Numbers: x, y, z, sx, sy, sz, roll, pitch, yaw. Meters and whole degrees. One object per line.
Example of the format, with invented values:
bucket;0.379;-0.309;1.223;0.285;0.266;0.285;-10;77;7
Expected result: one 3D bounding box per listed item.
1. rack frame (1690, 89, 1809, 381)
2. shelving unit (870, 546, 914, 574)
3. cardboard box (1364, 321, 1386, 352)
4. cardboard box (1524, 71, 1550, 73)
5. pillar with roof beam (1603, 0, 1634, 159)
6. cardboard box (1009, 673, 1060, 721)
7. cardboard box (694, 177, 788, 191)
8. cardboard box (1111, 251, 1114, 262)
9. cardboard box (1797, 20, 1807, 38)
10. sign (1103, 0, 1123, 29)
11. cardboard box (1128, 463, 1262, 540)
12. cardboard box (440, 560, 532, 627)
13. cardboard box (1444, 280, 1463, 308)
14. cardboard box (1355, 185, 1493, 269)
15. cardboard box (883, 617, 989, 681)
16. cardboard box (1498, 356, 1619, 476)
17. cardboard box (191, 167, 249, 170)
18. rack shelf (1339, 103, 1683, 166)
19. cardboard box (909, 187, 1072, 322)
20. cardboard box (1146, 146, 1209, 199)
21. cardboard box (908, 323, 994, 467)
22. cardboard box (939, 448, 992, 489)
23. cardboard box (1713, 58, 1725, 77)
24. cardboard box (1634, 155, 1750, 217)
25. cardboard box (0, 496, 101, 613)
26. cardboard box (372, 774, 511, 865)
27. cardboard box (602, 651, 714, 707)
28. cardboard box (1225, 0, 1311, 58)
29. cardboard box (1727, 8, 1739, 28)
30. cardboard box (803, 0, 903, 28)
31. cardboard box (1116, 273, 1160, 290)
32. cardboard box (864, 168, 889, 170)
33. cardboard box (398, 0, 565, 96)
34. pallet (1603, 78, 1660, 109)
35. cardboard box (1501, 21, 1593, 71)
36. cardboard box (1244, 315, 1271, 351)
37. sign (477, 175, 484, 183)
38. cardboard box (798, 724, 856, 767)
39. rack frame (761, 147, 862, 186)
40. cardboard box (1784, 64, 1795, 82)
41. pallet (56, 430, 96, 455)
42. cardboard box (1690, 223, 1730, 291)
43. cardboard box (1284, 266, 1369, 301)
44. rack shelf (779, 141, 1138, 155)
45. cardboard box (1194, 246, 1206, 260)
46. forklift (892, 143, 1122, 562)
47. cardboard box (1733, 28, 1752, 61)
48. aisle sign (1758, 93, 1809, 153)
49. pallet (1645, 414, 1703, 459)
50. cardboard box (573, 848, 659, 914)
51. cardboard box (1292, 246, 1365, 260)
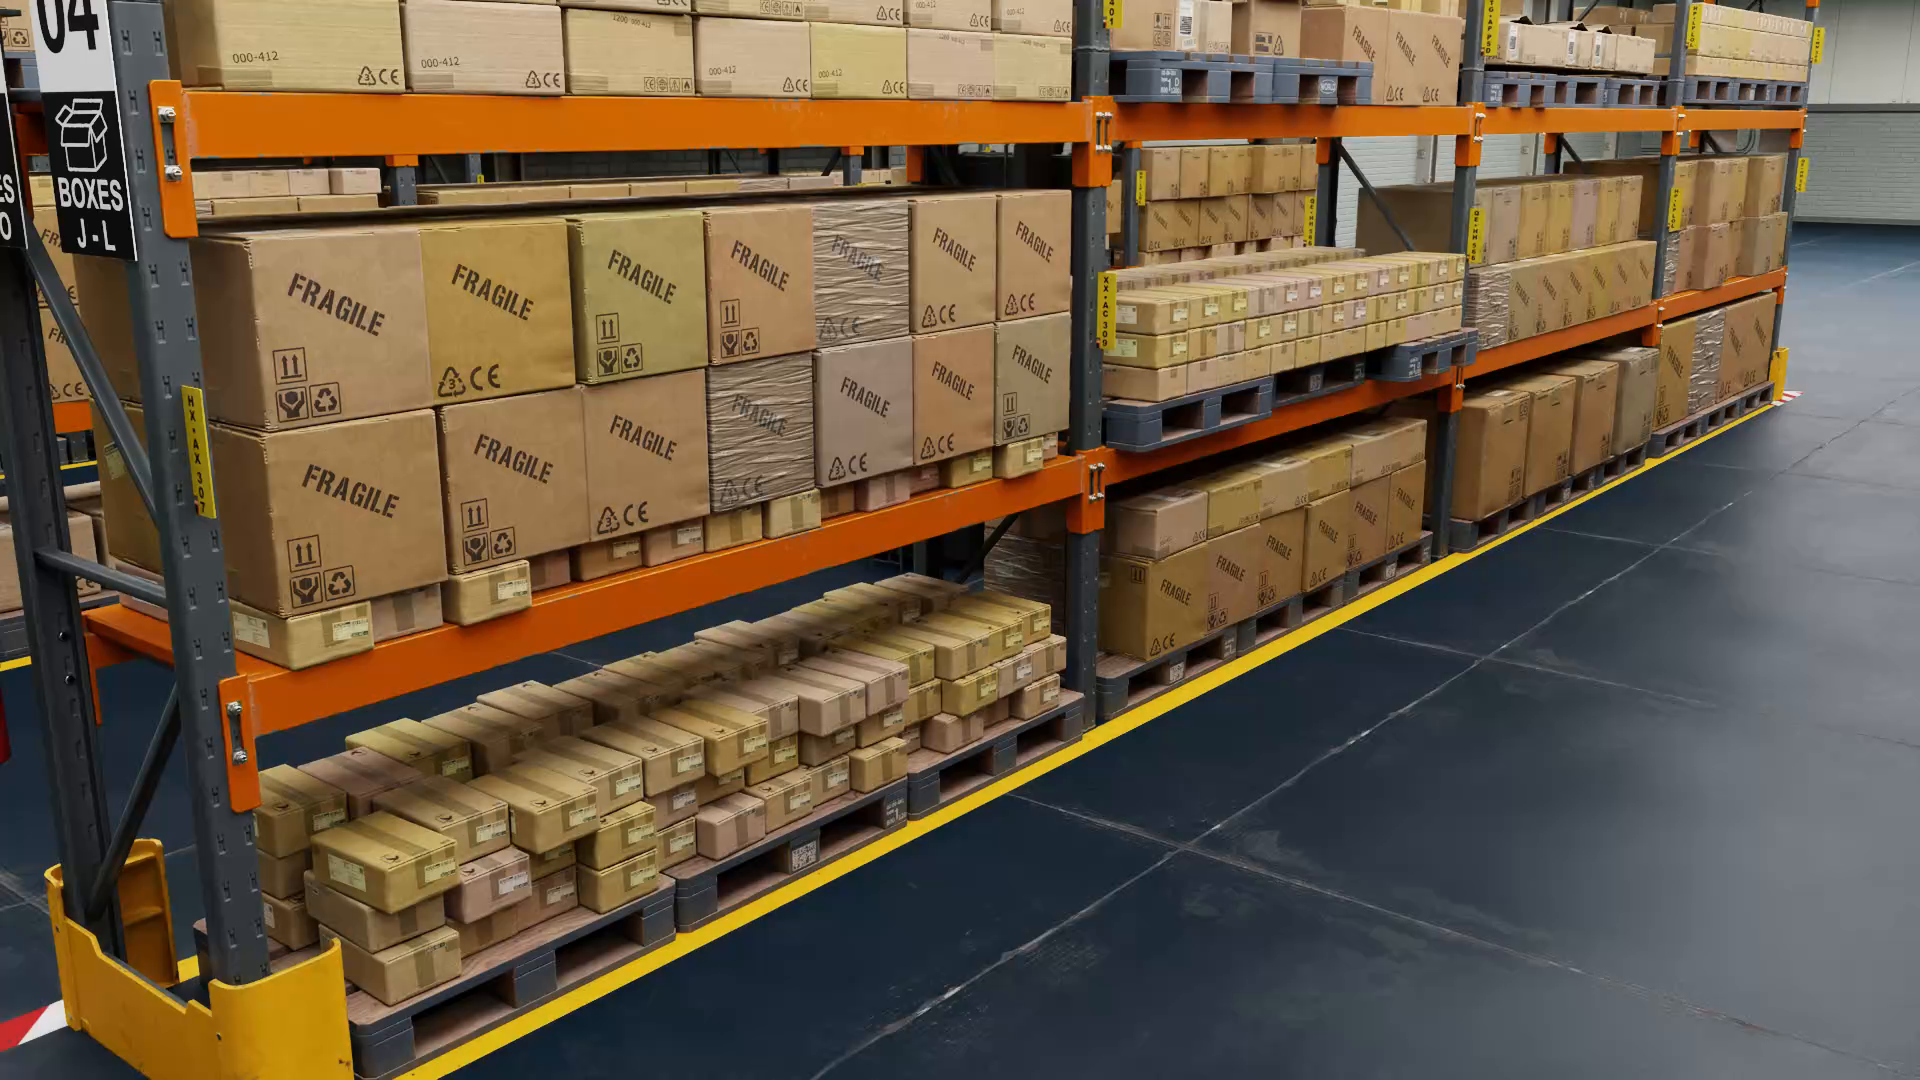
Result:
rack frame;7.742;-2.946;16.627;1.000;3.000;0.127;11;18;38
shelving unit;-0.407;-0.264;10.335;0.258;0.900;0.210;8;16;30
cardboard box;2.115;-1.134;9.154;0.380;0.149;0.250;10;18;35
cardboard box;4.145;-3.536;12.311;0.380;0.149;0.250;11;18;38
pillar with roof beam;21.031;-12.453;41.866;9.100;9.000;0.400;11;18;38
cardboard box;0.219;0.658;7.377;0.380;0.149;0.250;12;18;38
cardboard box;-1.637;-2.455;12.459;0.500;0.500;0.500;12;18;39
cardboard box;1.431;-2.962;17.202;0.380;0.149;0.250;12;18;39
cardboard box;7.636;-4.752;15.478;0.380;0.149;0.250;11;18;38
sign;0.627;-2.270;6.823;0.100;0.325;0.005;11;18;38
cardboard box;1.203;-0.206;8.543;0.500;0.250;0.500;12;18;39
cardboard box;-1.517;0.130;5.028;0.380;0.149;0.250;11;18;36
cardboard box;2.758;-1.475;9.889;0.380;0.149;0.250;12;18;39
cardboard box;3.004;-2.031;10.793;0.700;0.500;0.500;11;18;37
cardboard box;-0.102;0.454;6.971;0.380;0.149;0.250;11;18;37
cardboard box;4.299;-0.976;12.589;1.050;0.750;0.750;11;18;38
cardboard box;-4.390;-2.115;9.803;0.380;0.149;0.250;11;18;37
rack shelf;3.971;-2.902;11.823;1.077;0.370;4.000;11;18;38
cardboard box;0.115;-1.193;6.889;0.500;0.500;0.500;10;18;36
cardboard box;2.098;-3.749;16.950;0.700;0.500;0.500;11;18;38
cardboard box;-0.211;-0.605;6.604;0.500;0.500;0.500;11;18;36
cardboard box;-0.089;-0.327;6.828;0.380;0.149;0.250;12;19;40
cardboard box;6.041;-3.878;13.660;0.380;0.149;0.250;11;18;37
cardboard box;6.747;-3.271;15.409;0.875;0.550;0.550;11;18;38
cardboard box;-5.322;0.091;9.022;0.875;0.438;0.875;12;18;39
cardboard box;-1.641;0.889;5.260;0.380;0.149;0.250;12;18;39
cardboard box;-1.180;0.571;6.511;0.380;0.149;0.250;11;18;38
cardboard box;1.273;-2.631;8.231;0.797;0.503;0.637;11;18;37
cardboard box;6.200;-4.314;13.753;0.380;0.149;0.250;11;18;37
cardboard box;-0.552;-1.945;5.884;0.500;0.250;0.500;12;19;40
cardboard box;0.798;-1.276;8.503;0.380;0.149;0.250;11;18;37
cardboard box;-1.071;-4.739;21.559;0.380;0.149;0.250;12;19;39
cardboard box;-1.499;-1.409;4.791;0.500;0.250;0.500;12;19;39
pallet;4.690;-3.358;12.545;0.805;0.209;1.217;10;18;35
cardboard box;3.978;-3.375;11.350;0.500;0.311;0.500;11;18;37
cardboard box;1.292;-1.027;8.128;0.380;0.149;0.250;10;18;35
sign;-4.635;-3.368;16.100;0.100;0.325;0.005;11;18;38
cardboard box;-0.629;0.736;6.465;0.380;0.149;0.250;10;17;35
rack frame;-1.199;-2.160;13.535;1.000;3.000;0.127;11;18;38
cardboard box;7.477;-4.316;15.384;0.380;0.149;0.250;12;18;38
pallet;-7.095;-0.972;14.520;1.003;0.211;1.213;11;18;38
cardboard box;6.210;-2.519;14.642;0.875;0.550;0.550;11;18;38
cardboard box;1.948;-1.372;8.880;0.380;0.149;0.250;12;19;40
rack shelf;0.058;-3.649;14.762;1.077;0.370;4.000;11;18;38
cardboard box;2.349;-3.025;17.450;0.380;0.149;0.250;11;18;37
forklift;0.415;-1.593;11.442;1.130;2.935;3.031;8;16;30
cardboard box;6.386;-4.201;14.120;0.500;0.250;0.500;11;18;37
aisle sign;8.020;-4.173;16.178;0.394;0.787;0.004;11;18;38
pallet;5.767;-0.962;14.480;1.003;0.211;1.213;11;18;38
cardboard box;-1.238;1.102;5.629;0.380;0.149;0.250;12;18;38
cardboard box;2.270;-1.725;10.268;0.380;0.149;0.250;11;18;38
